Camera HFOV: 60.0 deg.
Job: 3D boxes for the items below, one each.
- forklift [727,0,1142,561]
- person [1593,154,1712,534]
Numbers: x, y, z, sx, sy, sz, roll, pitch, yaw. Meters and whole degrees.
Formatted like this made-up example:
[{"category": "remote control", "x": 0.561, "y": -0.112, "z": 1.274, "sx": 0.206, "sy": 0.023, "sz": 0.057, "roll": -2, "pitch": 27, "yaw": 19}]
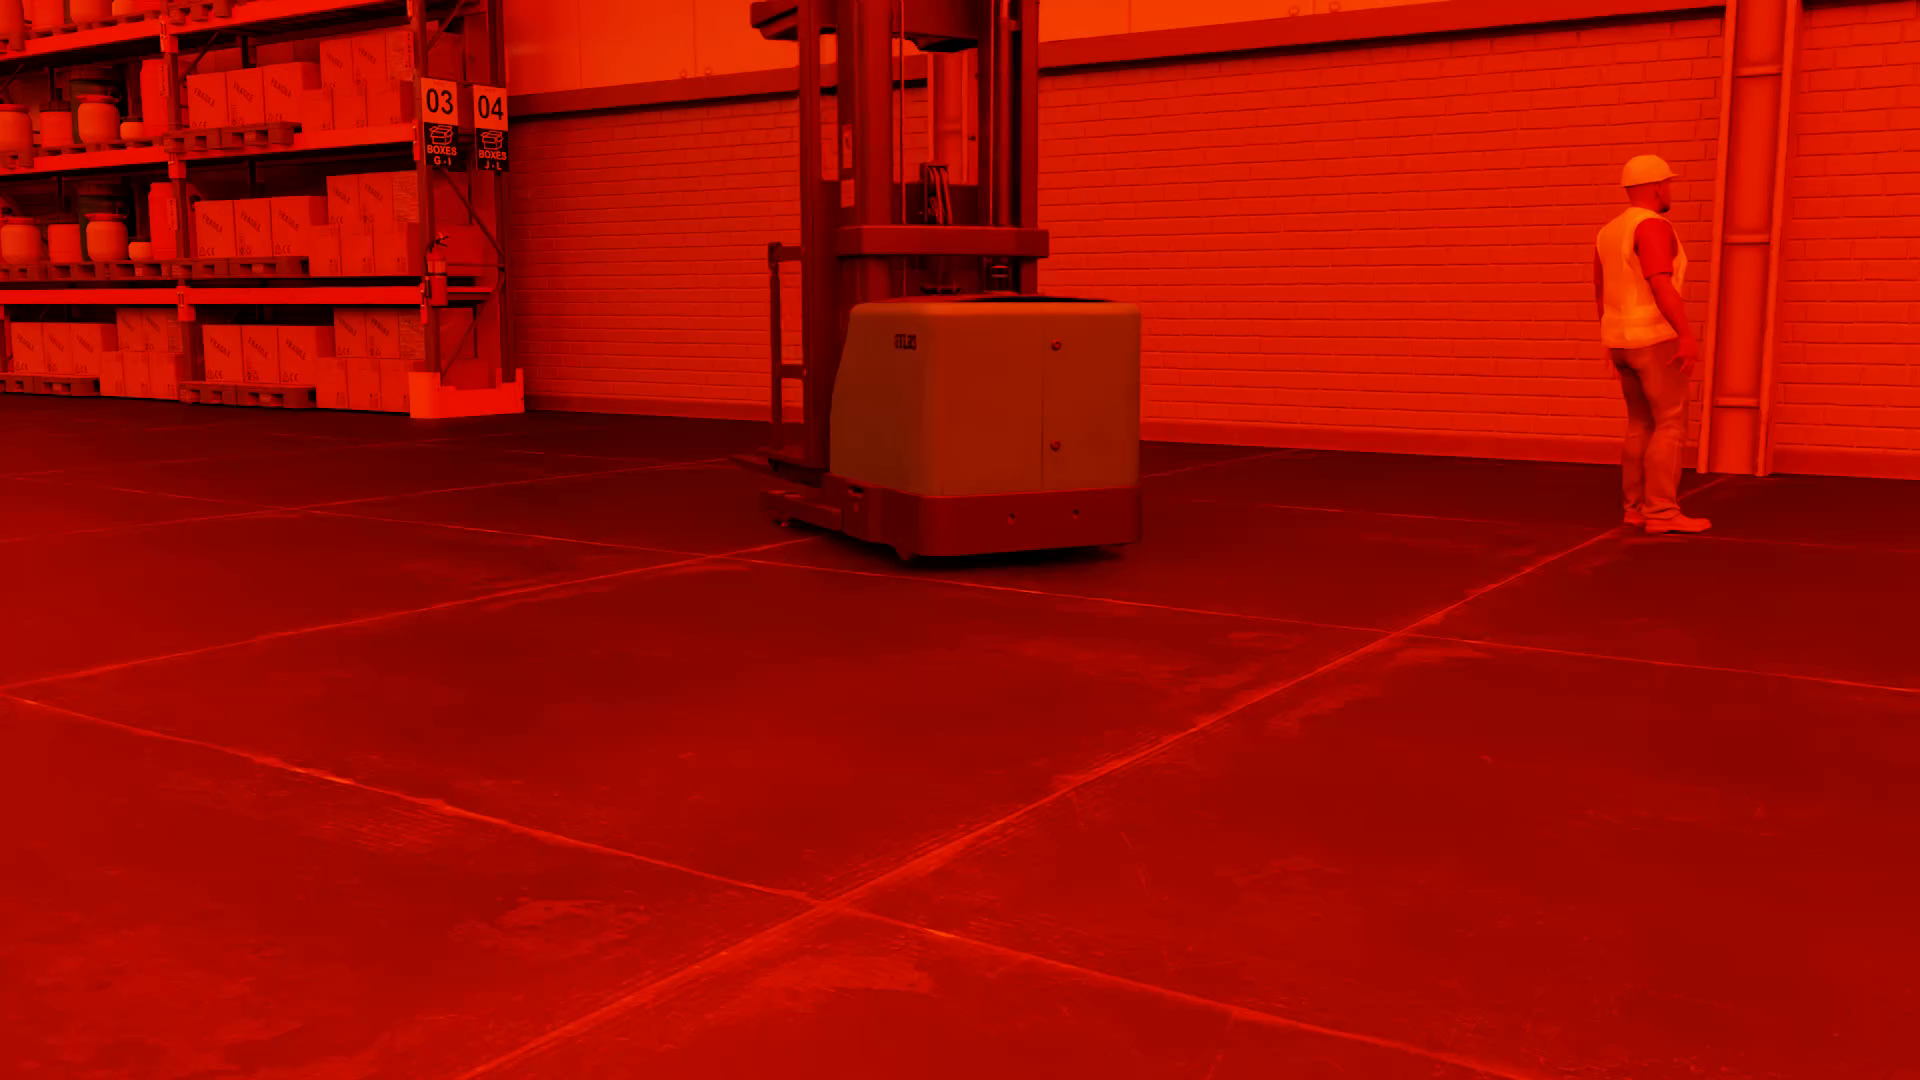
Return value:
[{"category": "forklift", "x": -0.332, "y": -1.532, "z": 7.967, "sx": 1.130, "sy": 2.935, "sz": 3.031, "roll": -4, "pitch": 9, "yaw": -26}, {"category": "person", "x": 3.308, "y": -0.927, "z": 7.908, "sx": 0.497, "sy": 1.780, "sz": 0.660, "roll": -1, "pitch": 8, "yaw": -5}]
